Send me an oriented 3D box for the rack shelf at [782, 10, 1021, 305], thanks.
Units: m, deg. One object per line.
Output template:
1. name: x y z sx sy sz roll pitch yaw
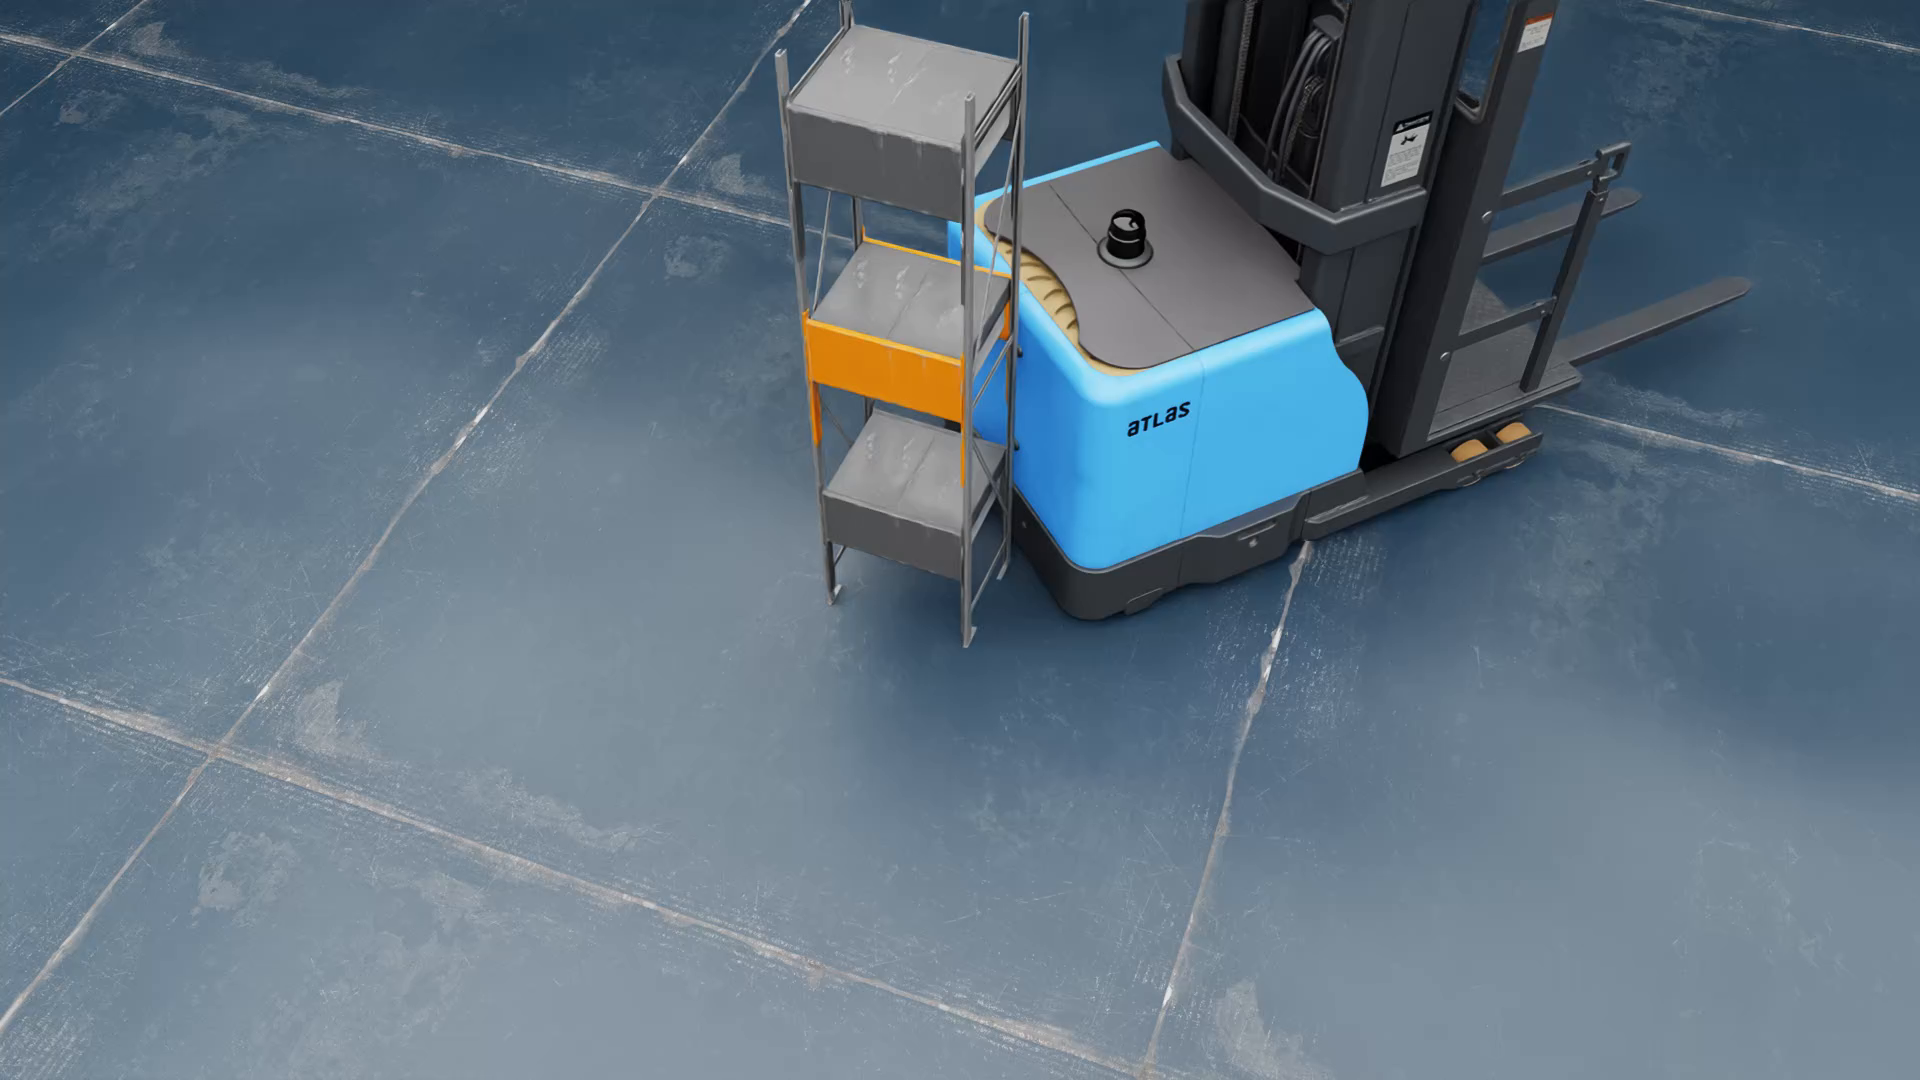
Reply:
1. rack shelf: -0.136 -0.991 4.311 0.480 0.518 0.431 17 51 14

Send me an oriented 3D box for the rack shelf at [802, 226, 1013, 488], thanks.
1. rack shelf: -0.136 -0.532 4.840 0.480 0.518 0.431 17 51 14

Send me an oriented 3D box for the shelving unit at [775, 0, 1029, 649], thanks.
1. shelving unit: -0.136 -0.541 4.830 0.503 2.100 0.431 17 51 14

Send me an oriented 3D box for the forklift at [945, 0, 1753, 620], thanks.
1. forklift: 1.500 -1.491 5.102 3.031 2.935 1.130 -21 52 -17

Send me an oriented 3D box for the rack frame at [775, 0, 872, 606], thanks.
1. rack frame: -0.363 -0.609 4.889 0.015 2.100 0.400 17 51 14

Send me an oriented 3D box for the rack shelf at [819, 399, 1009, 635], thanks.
1. rack shelf: -0.136 -0.074 5.369 0.480 0.518 0.431 17 51 14

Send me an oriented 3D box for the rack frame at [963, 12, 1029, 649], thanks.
1. rack frame: 0.090 -0.473 4.770 0.015 2.100 0.400 17 51 14
